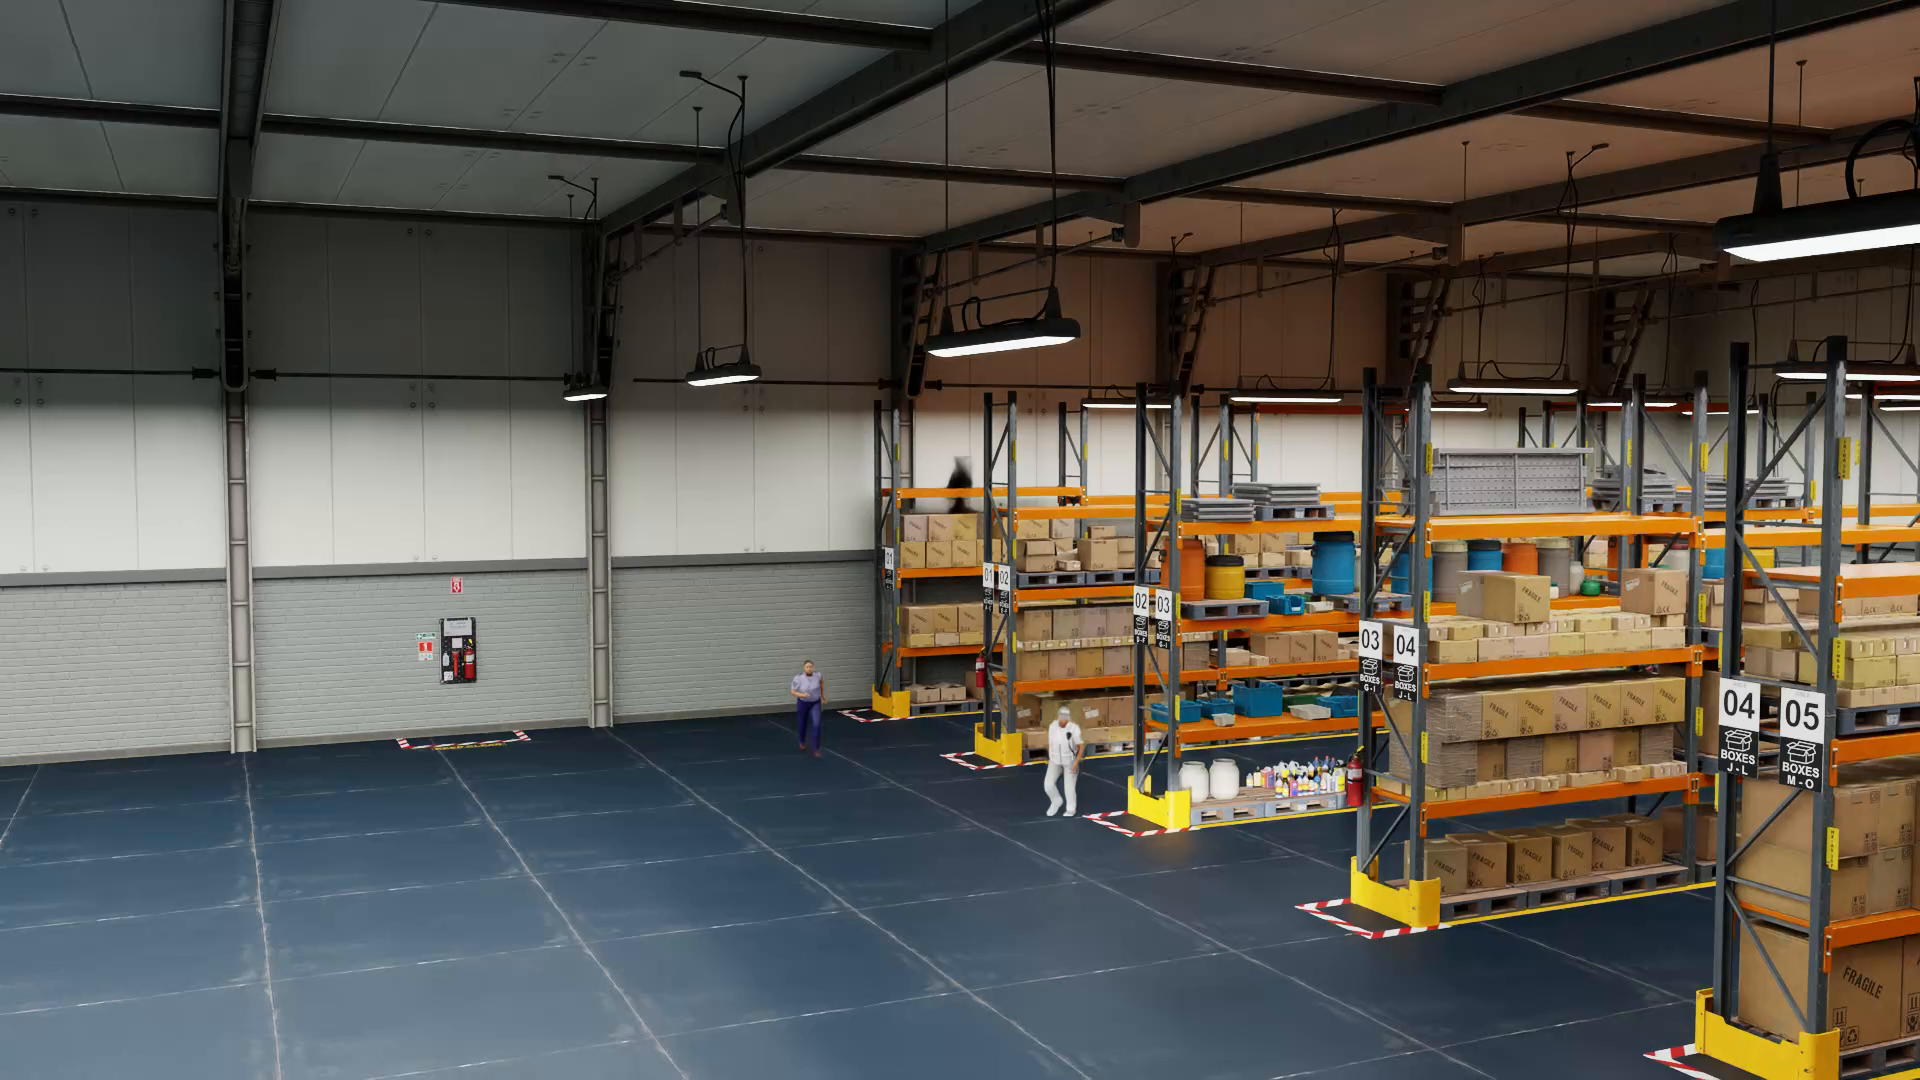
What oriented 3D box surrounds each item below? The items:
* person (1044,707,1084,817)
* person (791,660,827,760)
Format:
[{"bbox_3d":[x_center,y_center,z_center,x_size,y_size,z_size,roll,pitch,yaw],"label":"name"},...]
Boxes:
[{"bbox_3d":[1.446,3.037,22.784,0.566,1.573,0.687,1,4,19],"label":"person"},{"bbox_3d":[-2.506,2.761,27.509,0.607,1.624,0.943,-1,3,-12],"label":"person"}]
